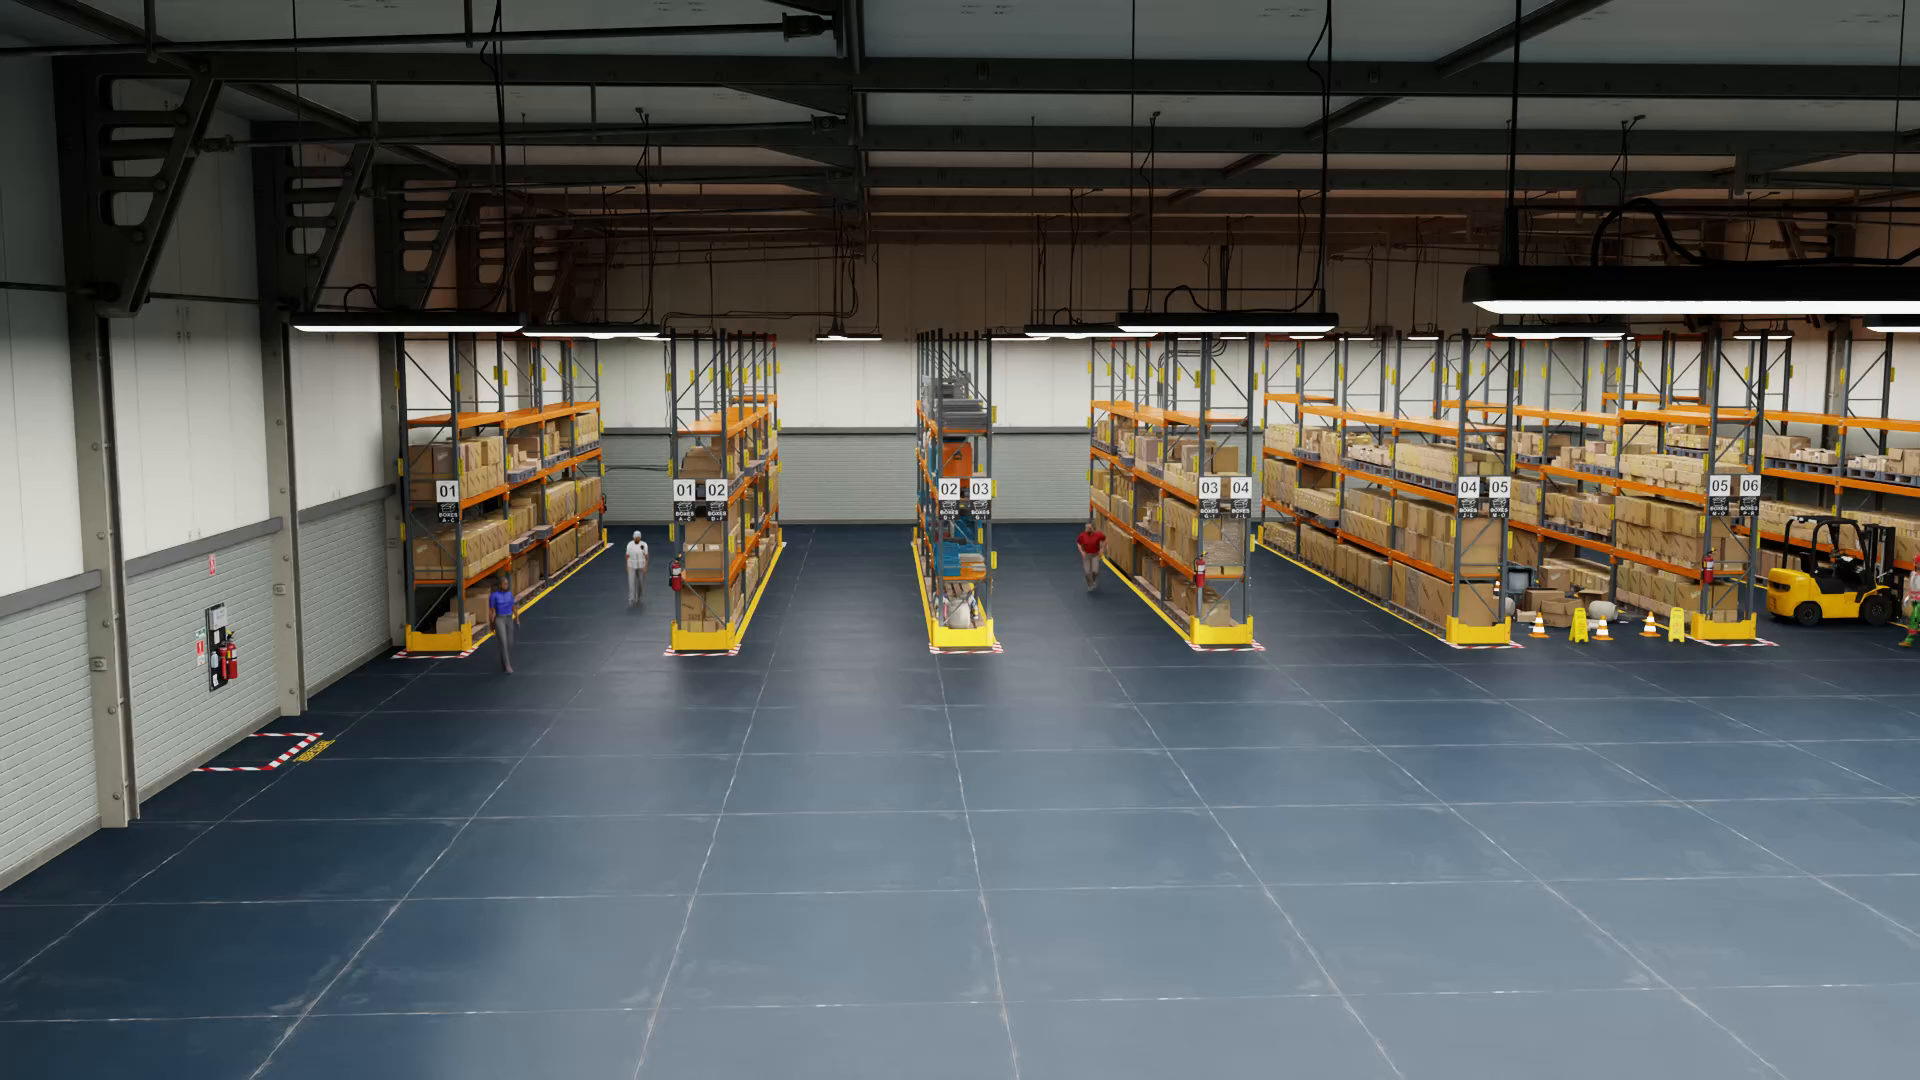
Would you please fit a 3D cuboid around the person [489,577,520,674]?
[{"bbox_3d":[-7.945,1.487,29.251,0.705,1.653,0.472,6,9,43],"label":"person"}]

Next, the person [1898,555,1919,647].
[{"bbox_3d":[18.205,1.149,31.465,1.034,1.753,0.595,-1,7,-10],"label":"person"}]

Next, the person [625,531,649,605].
[{"bbox_3d":[-7.095,0.605,36.478,0.537,1.612,0.964,-2,7,-20],"label":"person"}]

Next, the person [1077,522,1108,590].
[{"bbox_3d":[3.069,0.381,38.528,0.714,1.633,0.710,1,7,6],"label":"person"}]

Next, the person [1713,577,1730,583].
[{"bbox_3d":[16.688,0.663,36.396,0.406,1.596,0.724,-2,7,-14],"label":"person"}]
